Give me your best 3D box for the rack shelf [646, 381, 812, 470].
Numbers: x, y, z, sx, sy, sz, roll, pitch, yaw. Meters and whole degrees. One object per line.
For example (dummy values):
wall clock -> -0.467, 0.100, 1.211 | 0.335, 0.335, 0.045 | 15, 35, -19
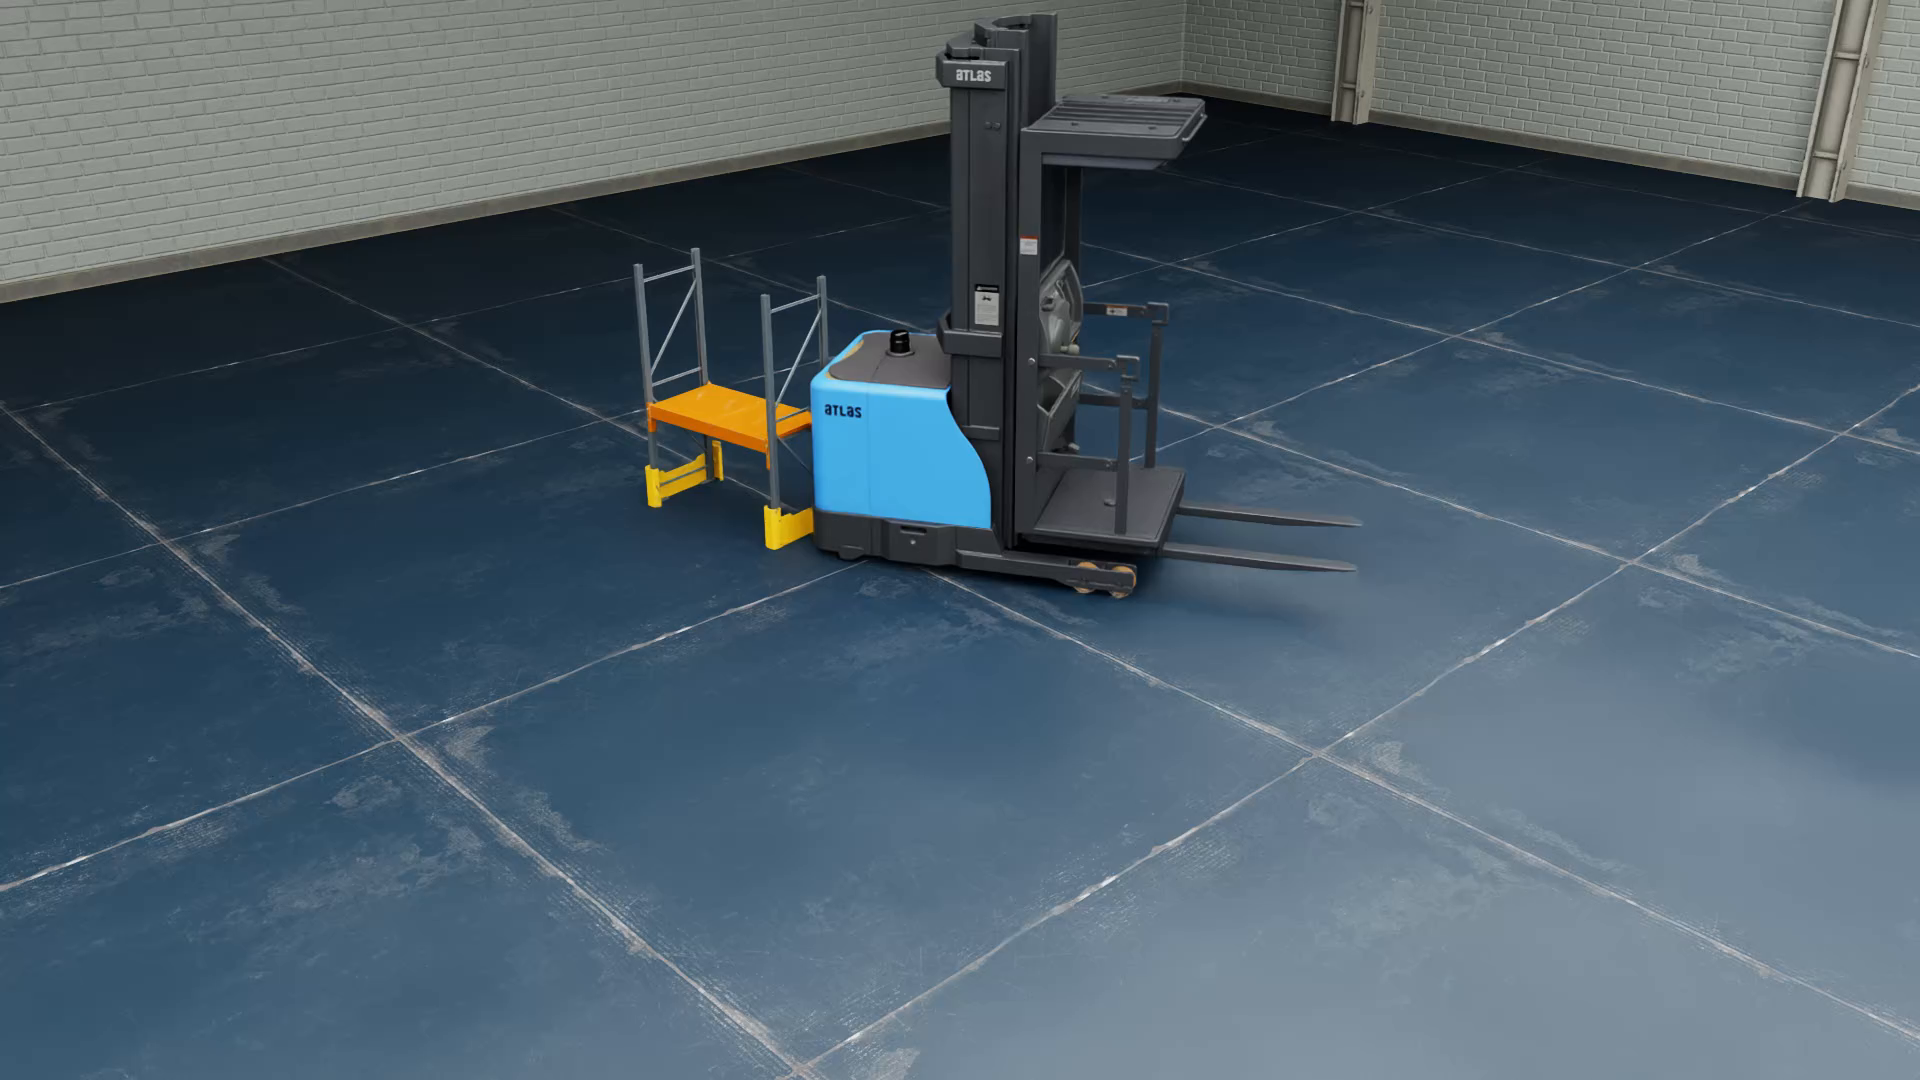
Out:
rack shelf -> -1.325, -0.695, 9.900 | 1.000, 0.185, 0.538 | 18, 30, 34

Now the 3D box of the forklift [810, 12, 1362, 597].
forklift -> 0.736, -1.267, 8.995 | 3.031, 2.935, 1.130 | 6, 25, 14

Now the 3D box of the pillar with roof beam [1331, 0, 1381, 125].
pillar with roof beam -> 1.962, -8.359, 17.232 | 9.100, 9.000, 0.400 | -21, 32, -38

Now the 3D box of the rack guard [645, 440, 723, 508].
rack guard -> -1.712, -0.415, 10.358 | 0.087, 0.250, 0.587 | 18, 30, 34

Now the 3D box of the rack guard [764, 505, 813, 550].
rack guard -> -0.924, -0.161, 9.802 | 0.087, 0.250, 0.587 | 18, 30, 34

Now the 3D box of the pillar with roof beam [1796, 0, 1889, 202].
pillar with roof beam -> 6.063, -6.541, 13.247 | 9.100, 9.000, 0.400 | -21, 32, -38

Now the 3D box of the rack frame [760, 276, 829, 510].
rack frame -> -0.923, -0.730, 9.542 | 0.032, 1.500, 0.500 | 18, 30, 34

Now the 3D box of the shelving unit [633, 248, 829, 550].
shelving unit -> -1.318, -0.857, 9.821 | 1.083, 1.500, 0.587 | 18, 30, 34

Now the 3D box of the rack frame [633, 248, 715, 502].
rack frame -> -1.727, -0.988, 10.109 | 0.032, 1.500, 0.500 | 18, 30, 34
